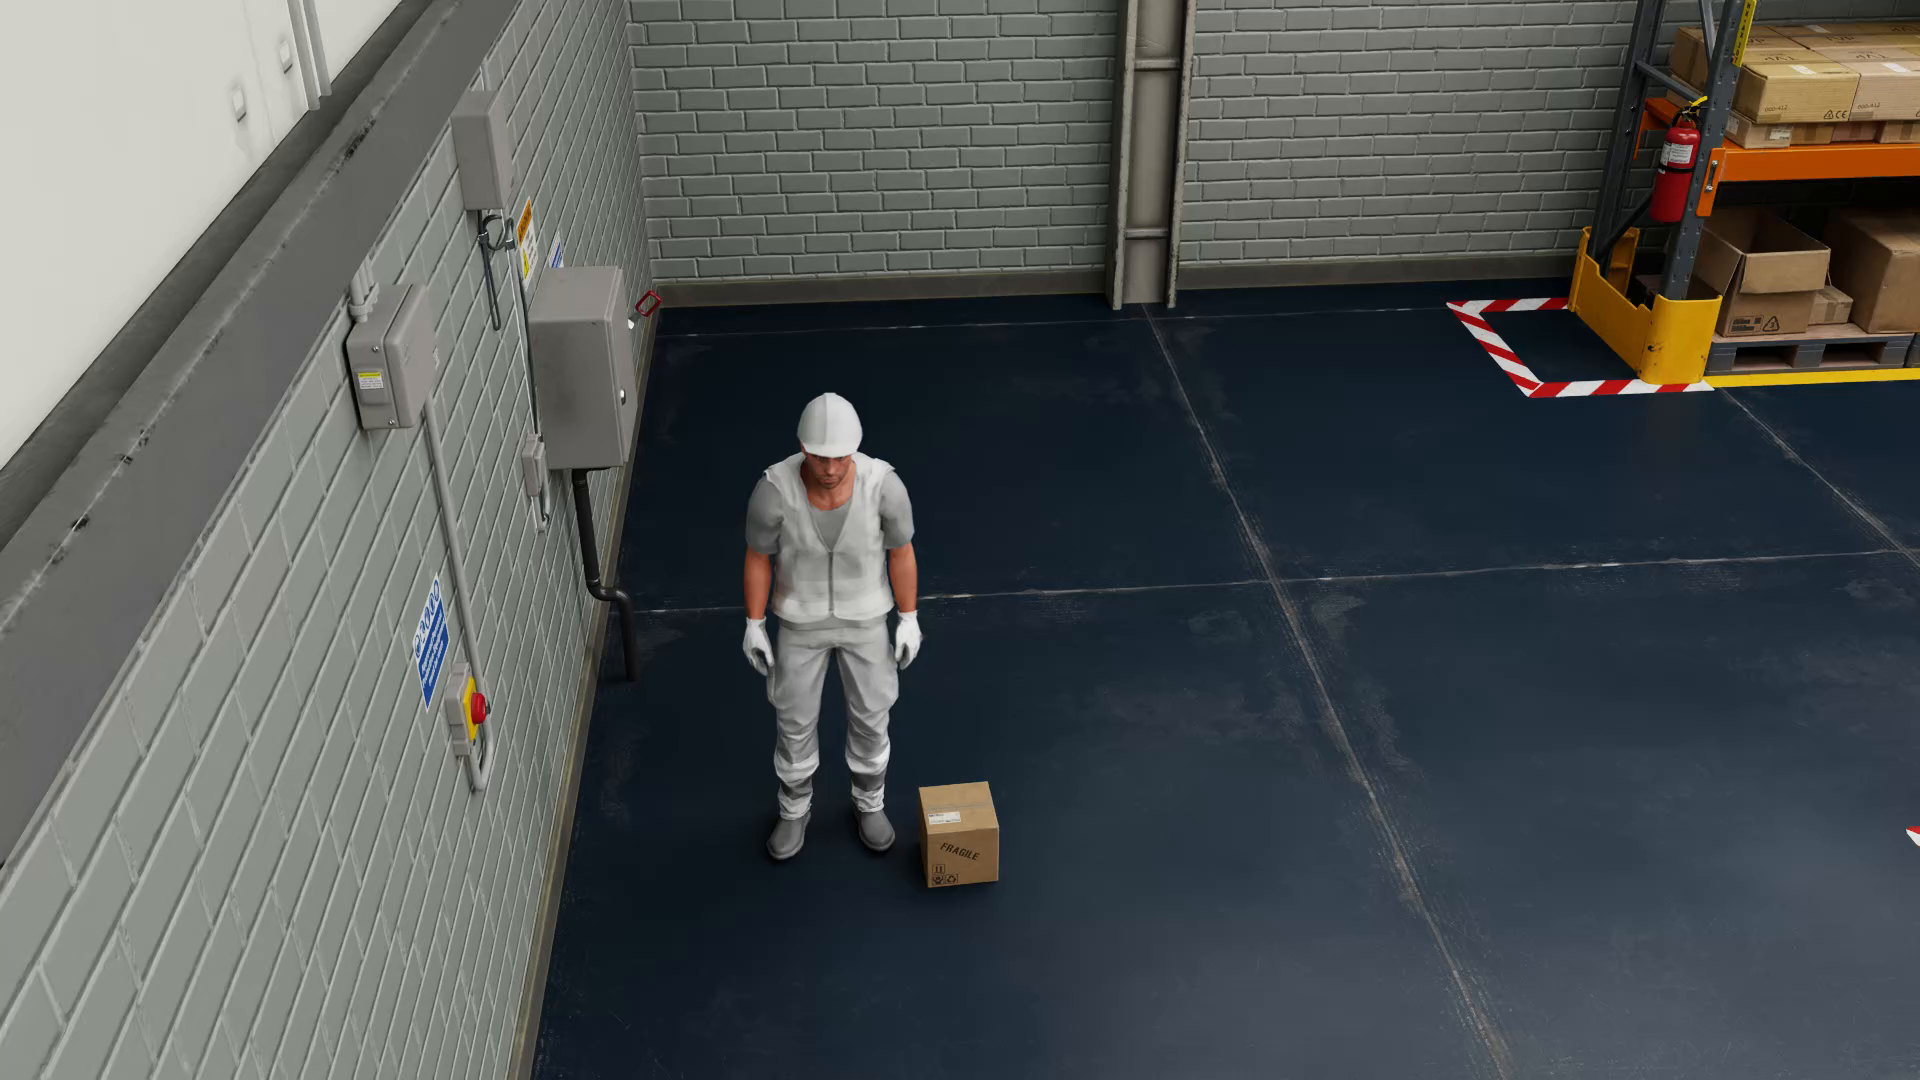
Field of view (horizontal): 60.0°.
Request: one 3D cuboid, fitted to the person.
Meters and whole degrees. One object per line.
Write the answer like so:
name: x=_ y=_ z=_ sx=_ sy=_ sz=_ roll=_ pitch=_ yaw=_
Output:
person: x=-0.432 y=0.295 z=5.622 sx=0.607 sy=1.779 sz=0.452 roll=-3 pitch=31 yaw=-5
